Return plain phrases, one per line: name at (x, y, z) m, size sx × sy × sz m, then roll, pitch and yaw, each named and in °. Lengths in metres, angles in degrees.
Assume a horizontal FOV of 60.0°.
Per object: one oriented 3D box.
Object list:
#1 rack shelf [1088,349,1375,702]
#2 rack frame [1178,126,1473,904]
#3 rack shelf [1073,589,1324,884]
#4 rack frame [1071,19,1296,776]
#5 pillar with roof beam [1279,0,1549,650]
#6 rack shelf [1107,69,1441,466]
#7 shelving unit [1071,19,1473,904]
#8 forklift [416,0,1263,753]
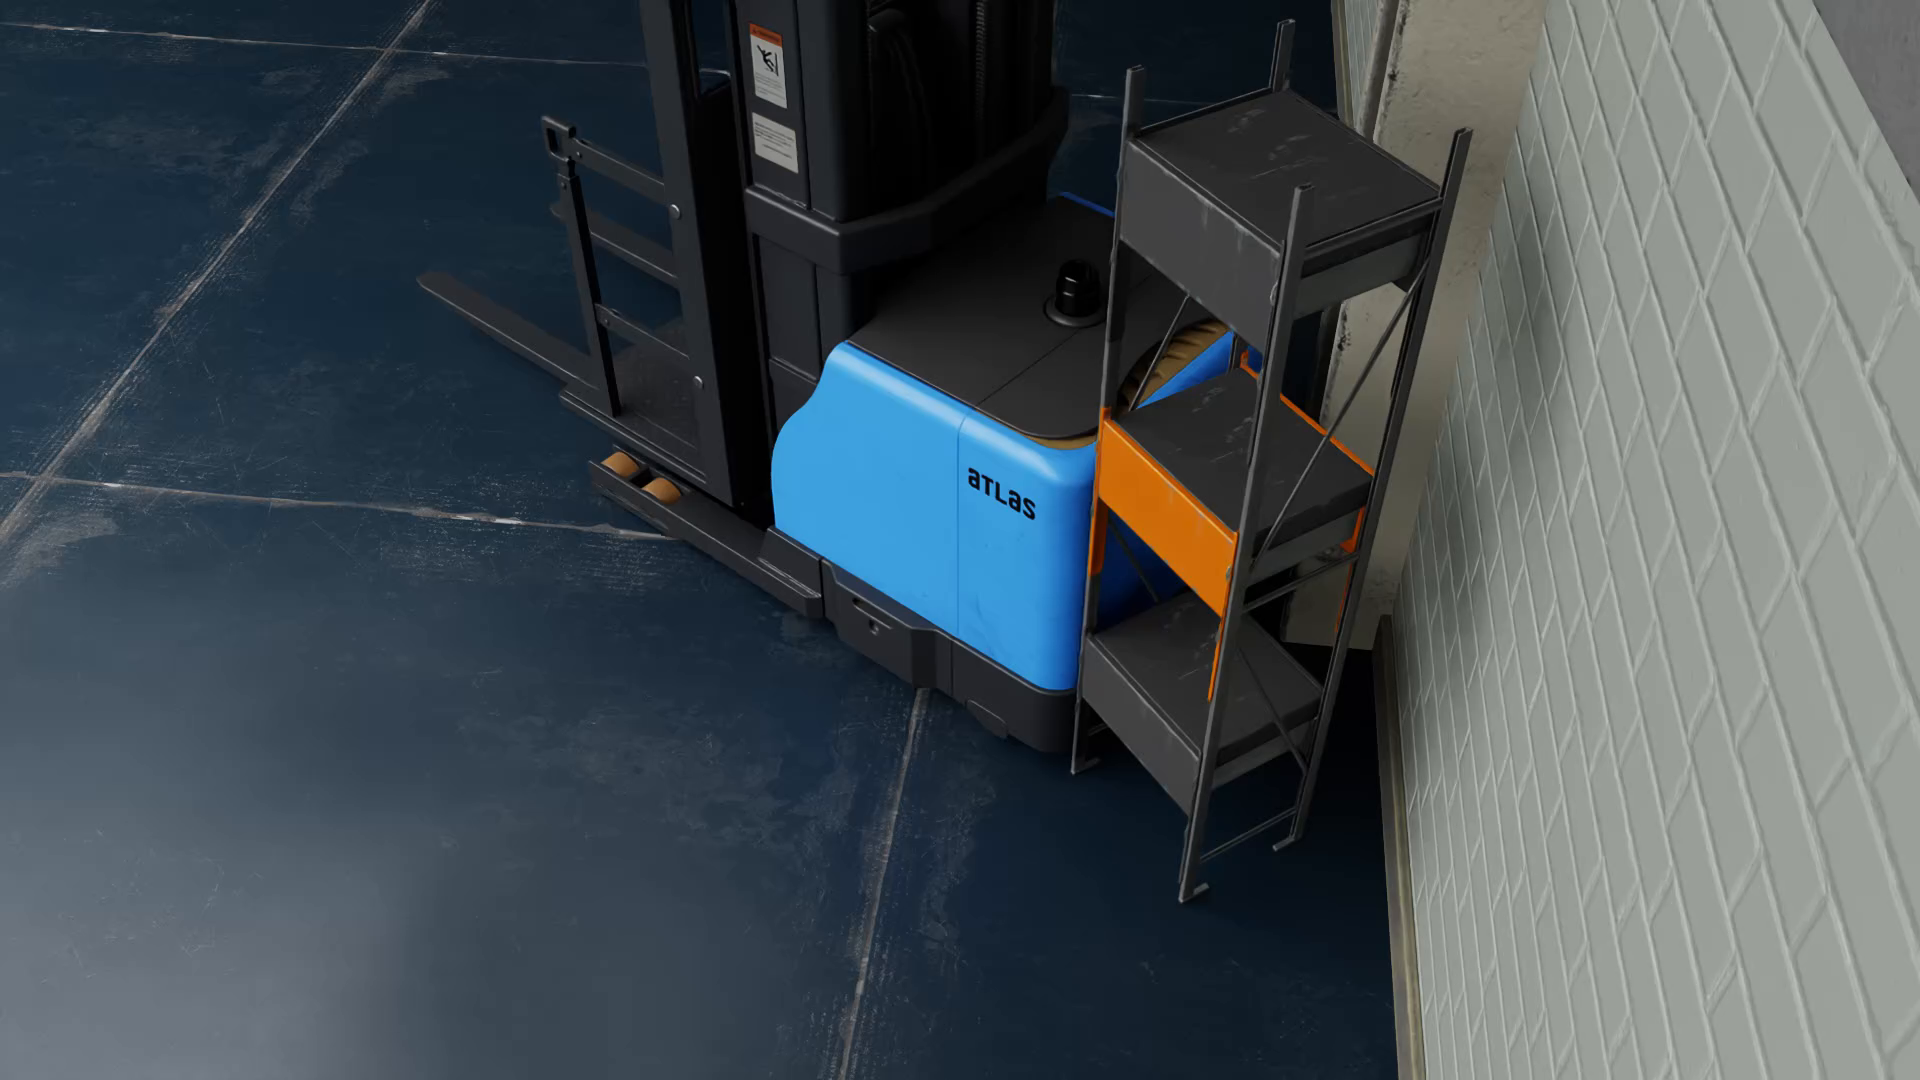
rack shelf at (0.611, -0.038, 3.780) m, size 0.431 × 0.518 × 0.480 m, roll -23°, pitch 48°, yaw -23°
rack frame at (0.739, 0.096, 3.620) m, size 0.400 × 2.100 × 0.015 m, roll -23°, pitch 48°, yaw -23°
rack shelf at (0.608, 0.470, 4.262) m, size 0.431 × 0.518 × 0.480 m, roll -23°, pitch 48°, yaw -23°
rack frame at (0.483, -0.191, 3.921) m, size 0.400 × 2.100 × 0.015 m, roll -23°, pitch 48°, yaw -23°
pillar with roof beam at (-3.141, -3.481, 2.381) m, size 9.100 × 9.000 × 0.400 m, roll 5°, pitch 44°, yaw 6°
rack shelf at (0.614, -0.545, 3.298) m, size 0.431 × 0.518 × 0.480 m, roll -23°, pitch 48°, yaw -23°
shelving unit at (0.611, -0.047, 3.771) m, size 0.431 × 2.100 × 0.503 m, roll -23°, pitch 48°, yaw -23°
forklift at (-0.558, -1.344, 4.538) m, size 3.031 × 2.935 × 1.130 m, roll 30°, pitch 51°, yaw 28°
